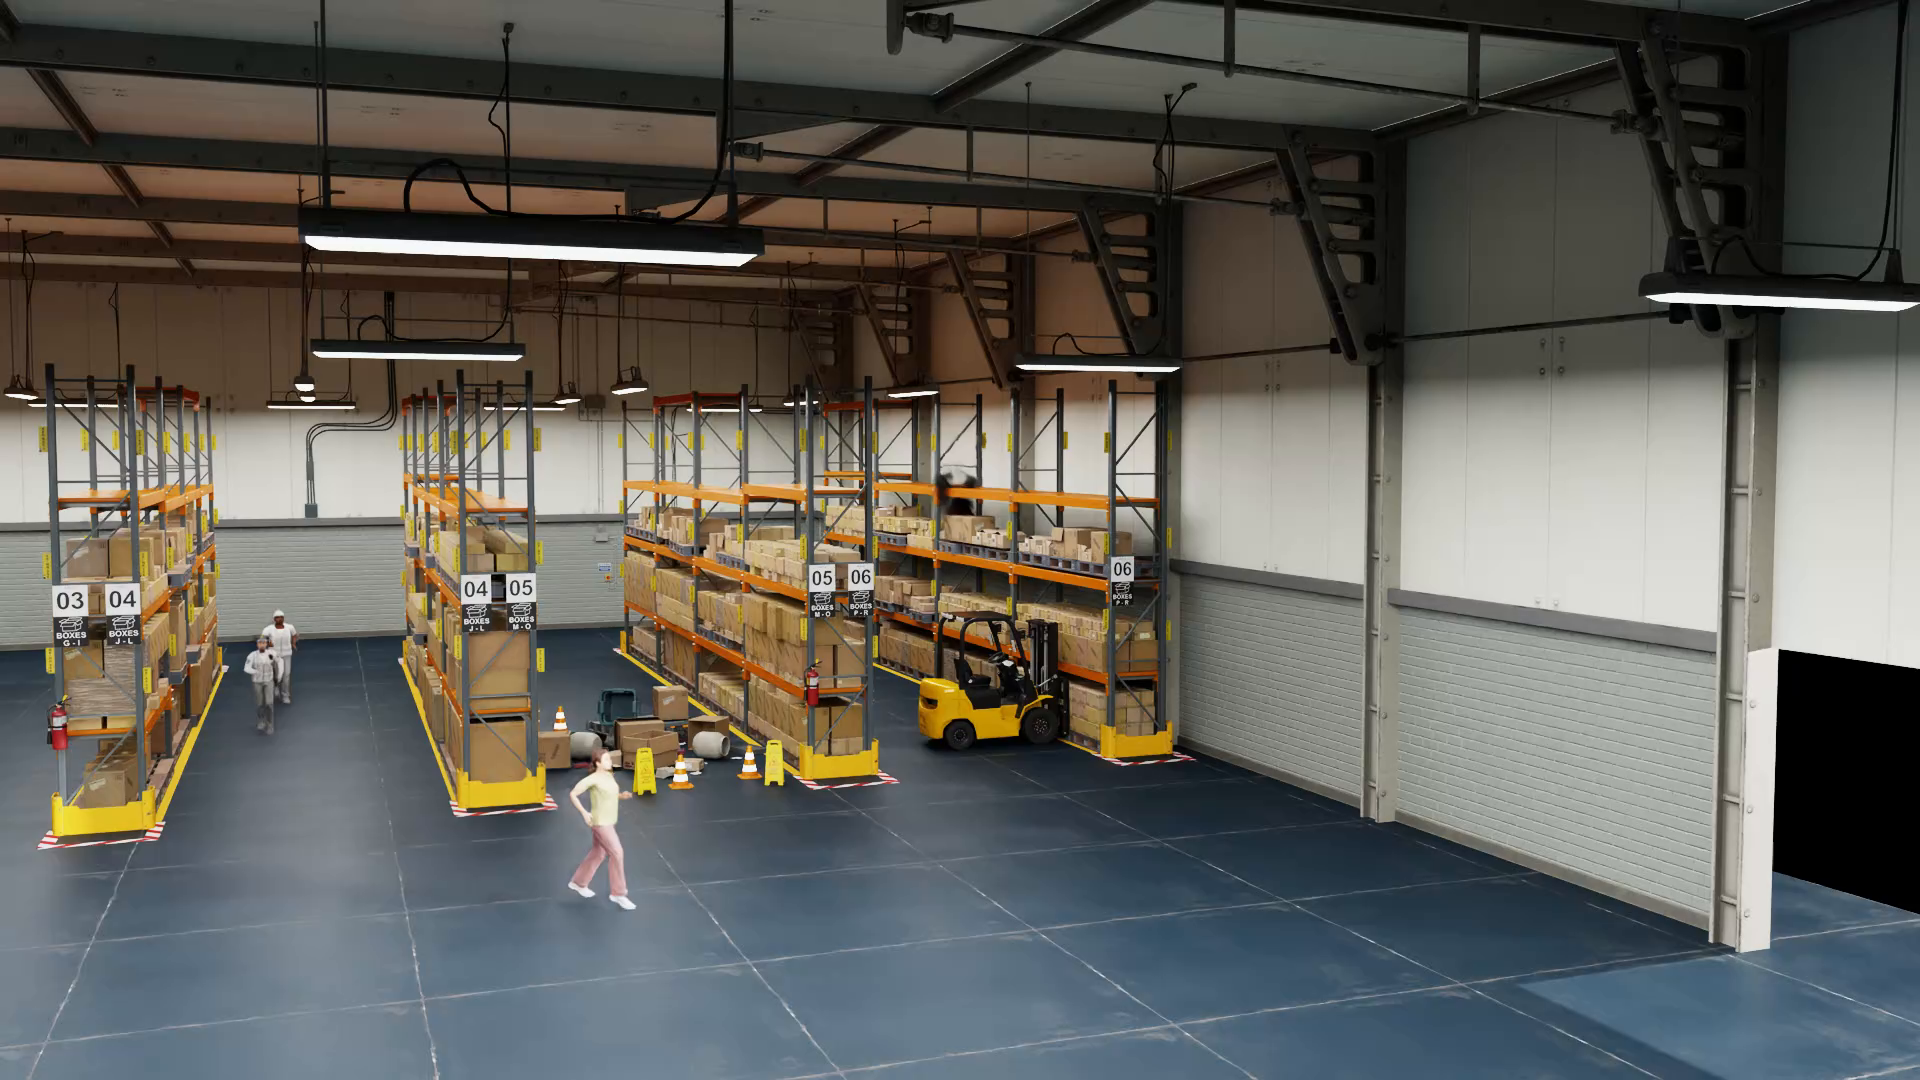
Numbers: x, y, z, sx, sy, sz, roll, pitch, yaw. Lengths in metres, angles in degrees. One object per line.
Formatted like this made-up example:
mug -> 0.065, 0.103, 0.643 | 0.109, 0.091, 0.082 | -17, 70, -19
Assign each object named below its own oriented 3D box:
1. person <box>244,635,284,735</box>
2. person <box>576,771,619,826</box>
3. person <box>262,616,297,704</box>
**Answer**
person -> -11.997, 2.502, 28.674 | 0.622, 1.765, 0.720 | -1, 4, -22
person -> -3.887, 2.785, 17.965 | 0.394, 0.577, 0.518 | 1, 3, 11
person -> -13.085, 2.251, 31.992 | 0.701, 1.727, 0.972 | -2, 4, -30
